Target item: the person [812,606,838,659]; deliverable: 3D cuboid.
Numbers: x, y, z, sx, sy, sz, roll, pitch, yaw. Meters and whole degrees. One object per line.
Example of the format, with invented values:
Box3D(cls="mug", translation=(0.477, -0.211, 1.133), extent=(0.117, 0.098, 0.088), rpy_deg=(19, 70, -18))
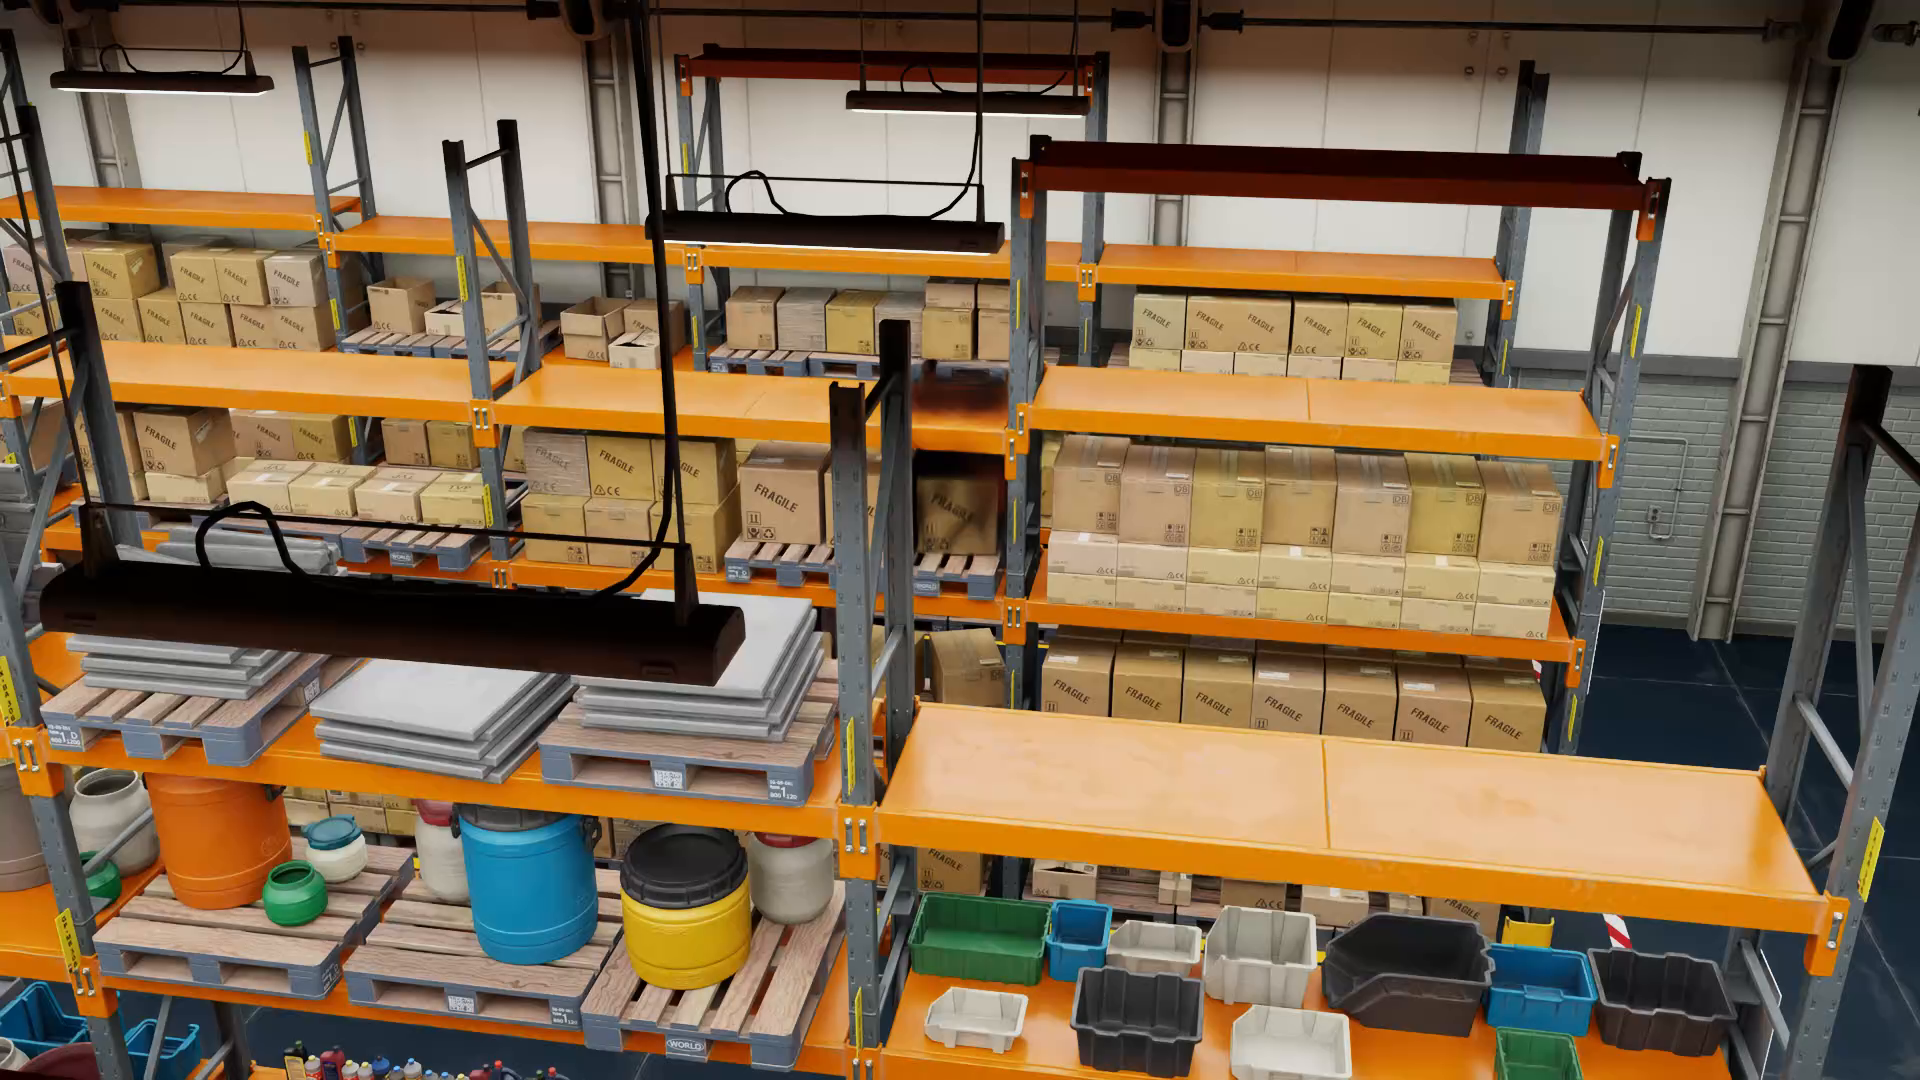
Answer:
Box3D(cls="person", translation=(-1.421, 0.621, 16.625), extent=(0.566, 1.751, 0.599), rpy_deg=(12, 26, 26))
